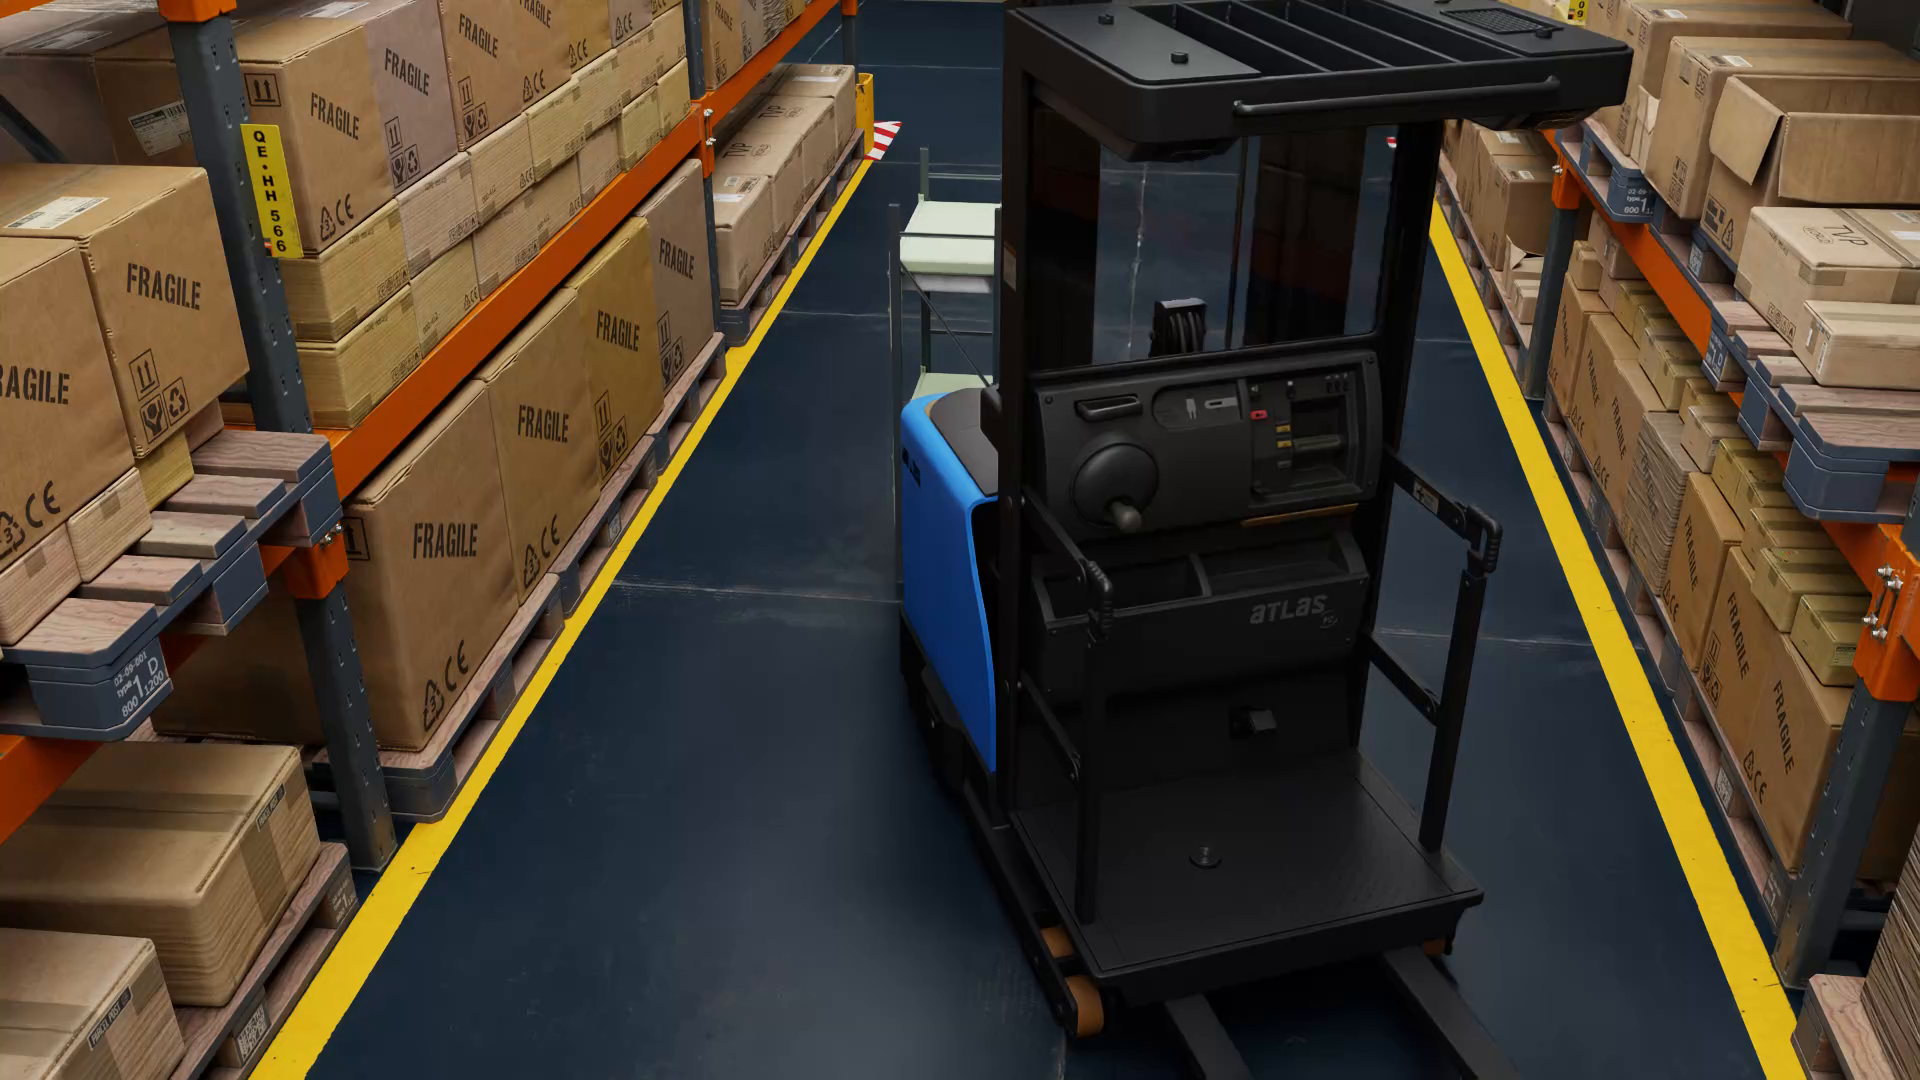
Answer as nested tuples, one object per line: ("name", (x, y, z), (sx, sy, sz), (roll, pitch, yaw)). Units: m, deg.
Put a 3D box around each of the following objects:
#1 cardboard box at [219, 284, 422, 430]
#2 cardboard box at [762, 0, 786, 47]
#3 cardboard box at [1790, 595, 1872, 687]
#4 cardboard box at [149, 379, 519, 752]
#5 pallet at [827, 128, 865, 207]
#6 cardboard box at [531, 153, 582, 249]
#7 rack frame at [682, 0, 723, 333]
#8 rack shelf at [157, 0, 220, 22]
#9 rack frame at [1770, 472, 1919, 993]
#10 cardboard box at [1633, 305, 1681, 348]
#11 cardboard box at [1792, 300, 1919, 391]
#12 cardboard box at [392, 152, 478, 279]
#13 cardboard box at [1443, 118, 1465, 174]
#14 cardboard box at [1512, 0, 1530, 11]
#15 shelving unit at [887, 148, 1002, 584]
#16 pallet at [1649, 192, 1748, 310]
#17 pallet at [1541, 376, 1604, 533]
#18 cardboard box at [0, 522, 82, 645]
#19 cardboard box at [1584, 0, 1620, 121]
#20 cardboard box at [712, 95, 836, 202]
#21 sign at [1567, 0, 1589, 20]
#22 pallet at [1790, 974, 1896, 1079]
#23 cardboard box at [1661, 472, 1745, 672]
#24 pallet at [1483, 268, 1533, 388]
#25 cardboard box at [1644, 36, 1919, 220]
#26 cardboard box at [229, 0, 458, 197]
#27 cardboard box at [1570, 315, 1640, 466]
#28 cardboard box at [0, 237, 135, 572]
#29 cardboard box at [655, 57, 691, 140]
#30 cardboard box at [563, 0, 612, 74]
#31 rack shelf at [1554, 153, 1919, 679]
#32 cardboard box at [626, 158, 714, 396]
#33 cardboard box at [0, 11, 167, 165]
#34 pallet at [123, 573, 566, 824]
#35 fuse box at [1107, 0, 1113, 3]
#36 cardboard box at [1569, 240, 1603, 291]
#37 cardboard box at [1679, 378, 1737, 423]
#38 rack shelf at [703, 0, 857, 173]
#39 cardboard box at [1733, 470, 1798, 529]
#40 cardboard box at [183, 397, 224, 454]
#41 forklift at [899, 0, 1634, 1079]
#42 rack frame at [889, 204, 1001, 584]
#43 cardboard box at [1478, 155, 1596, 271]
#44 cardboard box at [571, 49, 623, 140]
("cardboard box", (-1.889, -0.539, 4.746), (0.500, 0.250, 0.500), (3, 28, 5))
("cardboard box", (-1.258, -2.992, 9.036), (0.500, 0.500, 0.500), (4, 29, 7))
("cardboard box", (2.538, 0.280, 4.576), (0.380, 0.149, 0.250), (2, 28, 4))
("cardboard box", (-2.031, 0.041, 5.309), (0.875, 0.875, 0.875), (3, 28, 6))
("pallet", (-1.238, -2.546, 11.254), (1.003, 0.211, 1.213), (3, 28, 6))
("cardboard box", (-1.716, -1.261, 6.086), (0.500, 0.250, 0.500), (3, 28, 6))
("rack frame", (-1.708, -2.272, 7.805), (1.000, 3.000, 0.127), (3, 28, 6))
("rack shelf", (-2.443, -0.452, 2.021), (1.077, 0.370, 4.000), (3, 28, 6))
("rack frame", (2.728, -0.102, 3.777), (1.000, 3.000, 0.127), (3, 28, 6))
("cardboard box", (2.913, -0.816, 6.610), (0.380, 0.149, 0.250), (3, 28, 5))
("cardboard box", (2.428, -0.508, 4.353), (0.380, 0.149, 0.250), (4, 29, 7))
("cardboard box", (-1.827, -1.011, 5.094), (0.500, 0.250, 0.500), (4, 29, 7))
("cardboard box", (3.540, -2.672, 10.736), (0.797, 0.503, 0.637), (2, 28, 4))
("cardboard box", (3.160, -2.775, 8.582), (0.500, 0.250, 0.500), (3, 28, 6))
("shelving unit", (-0.001, -0.657, 6.388), (0.431, 1.500, 0.755), (3, 28, 6))
("pallet", (2.962, -0.934, 5.523), (1.003, 0.211, 1.213), (3, 28, 6))
("pallet", (3.156, -0.373, 7.219), (1.003, 0.211, 1.213), (3, 28, 6))
("cardboard box", (-1.991, 0.074, 3.272), (0.380, 0.149, 0.250), (2, 28, 4))
("cardboard box", (2.937, -1.999, 6.751), (0.700, 0.500, 0.500), (4, 29, 7))
("cardboard box", (-1.303, -2.464, 10.420), (0.875, 0.438, 0.875), (4, 29, 8))
("sign", (2.679, -2.394, 7.119), (0.100, 0.325, 0.005), (3, 28, 6))
("pallet", (2.589, 1.510, 3.724), (1.003, 0.211, 1.213), (3, 28, 6))
("cardboard box", (2.700, 0.120, 5.557), (0.500, 0.500, 0.500), (5, 29, 8))
("pallet", (3.304, -1.081, 8.534), (1.003, 0.211, 1.213), (3, 28, 6))
("cardboard box", (2.778, -1.386, 5.612), (0.700, 0.500, 0.500), (3, 28, 6))
("cardboard box", (-1.844, -1.325, 4.888), (0.500, 0.500, 0.500), (3, 29, 6))
("cardboard box", (2.881, -0.604, 6.901), (0.500, 0.500, 0.500), (3, 28, 6))
("cardboard box", (-2.031, -0.275, 3.236), (0.500, 0.500, 0.500), (3, 28, 5))
("cardboard box", (-1.513, -1.980, 7.421), (0.500, 0.250, 0.500), (3, 28, 5))
("cardboard box", (-1.651, -2.050, 6.233), (0.500, 0.500, 0.500), (4, 29, 8))
("rack shelf", (2.974, -0.727, 5.696), (1.077, 0.370, 4.000), (3, 28, 6))
("cardboard box", (-1.705, -1.225, 7.659), (0.875, 0.875, 0.875), (4, 29, 8))
("cardboard box", (-2.395, -1.132, 4.529), (0.500, 0.500, 0.500), (3, 28, 5))
("pallet", (-2.027, 0.472, 5.652), (1.003, 0.211, 1.213), (3, 28, 6))
("fuse box", (1.517, -6.052, 16.180), (0.539, 1.711, 0.414), (3, 28, 6))
("cardboard box", (2.911, -1.202, 7.327), (0.380, 0.149, 0.250), (5, 29, 9))
("cardboard box", (2.809, -0.455, 5.940), (0.380, 0.149, 0.250), (3, 29, 6))
("rack shelf", (-1.463, -2.897, 9.723), (1.077, 0.370, 4.000), (3, 28, 6))
("cardboard box", (2.694, -0.093, 5.269), (0.380, 0.149, 0.250), (4, 29, 8))
("cardboard box", (-2.005, -0.295, 3.958), (0.380, 0.149, 0.250), (4, 29, 8))
("forklift", (0.709, -0.204, 4.039), (1.130, 2.935, 3.031), (-8, 29, -15))
("rack frame", (-0.046, -0.485, 6.069), (0.400, 1.500, 0.023), (3, 28, 6))
("cardboard box", (3.269, -1.781, 9.087), (0.700, 0.500, 0.500), (2, 28, 4))
("cardboard box", (-1.632, -1.725, 6.419), (0.500, 0.250, 0.500), (4, 29, 7))
